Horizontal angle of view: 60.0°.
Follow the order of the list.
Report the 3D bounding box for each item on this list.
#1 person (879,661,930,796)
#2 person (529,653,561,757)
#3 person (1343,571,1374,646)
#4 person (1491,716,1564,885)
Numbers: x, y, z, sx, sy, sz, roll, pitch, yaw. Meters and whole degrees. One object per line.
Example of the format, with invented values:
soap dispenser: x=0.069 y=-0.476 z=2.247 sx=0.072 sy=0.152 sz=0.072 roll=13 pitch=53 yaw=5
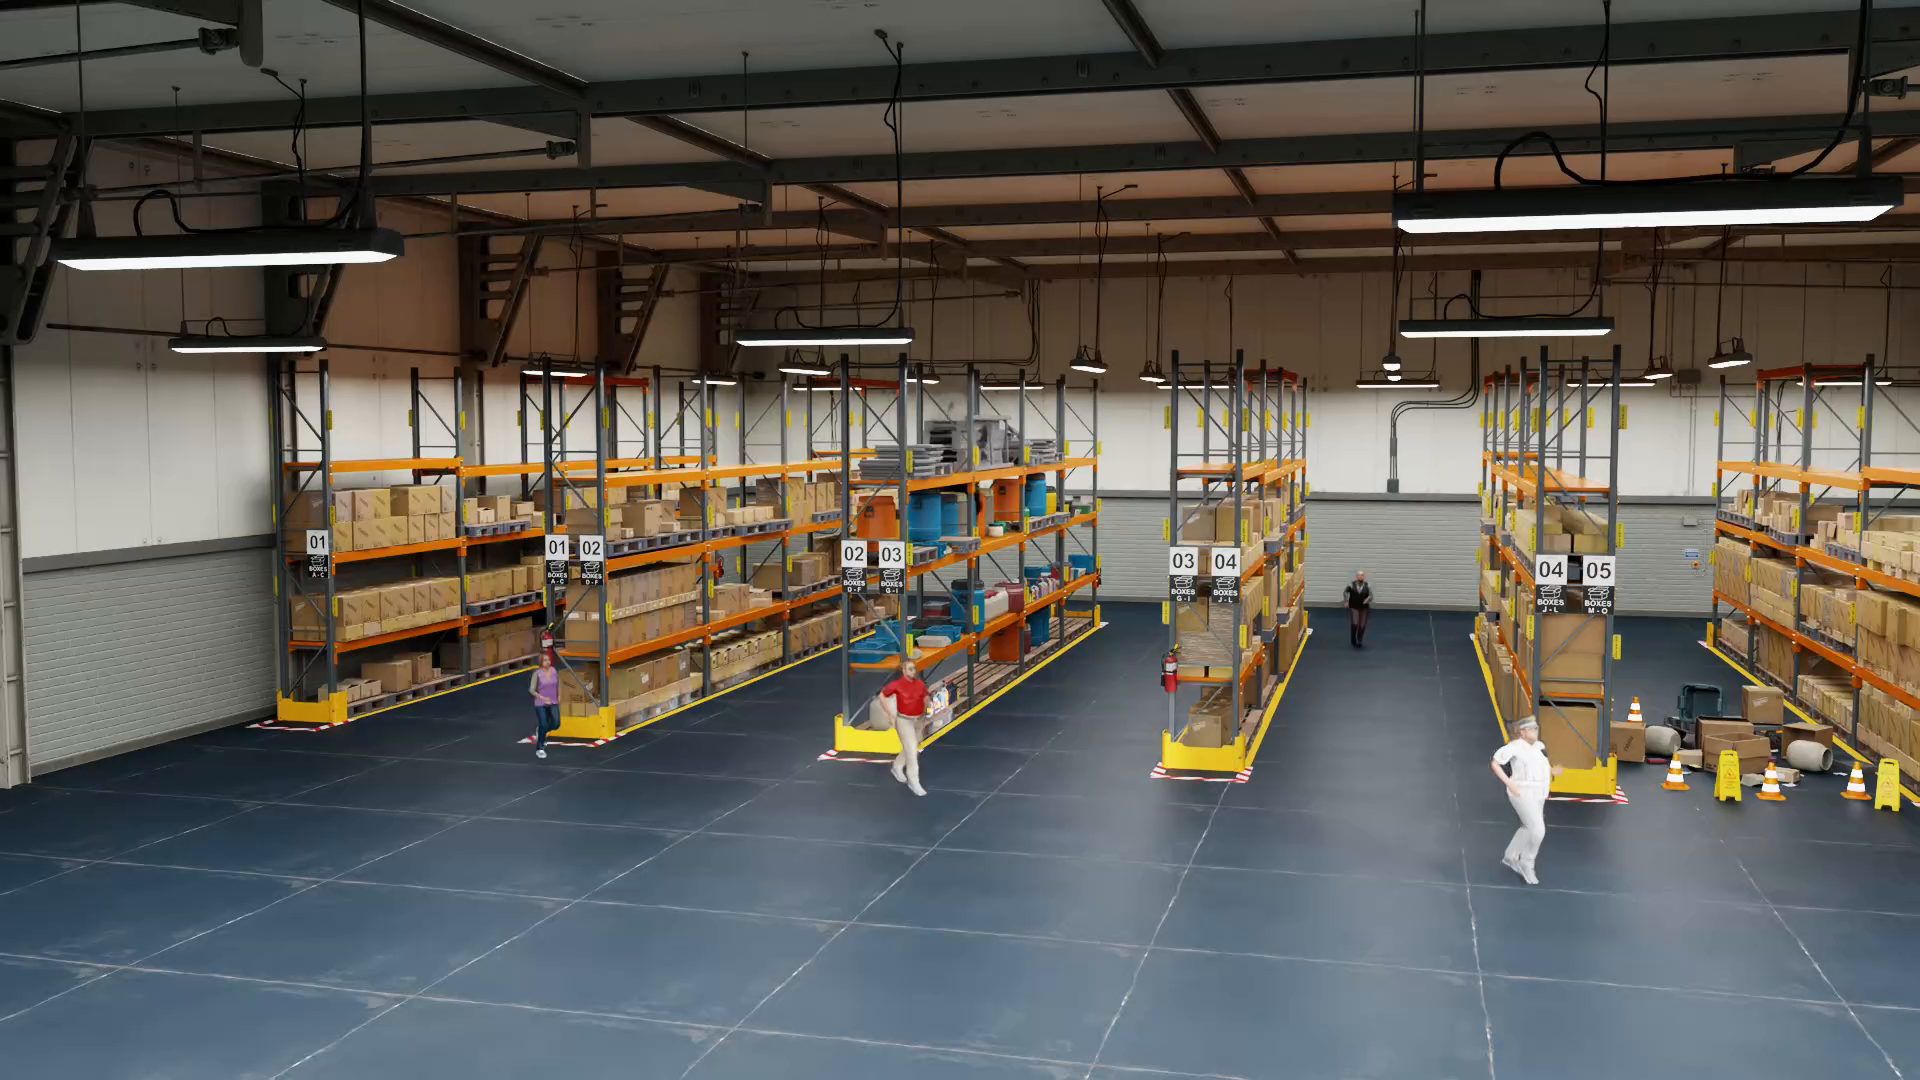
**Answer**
person: x=-0.690 y=2.514 z=22.502 sx=0.649 sy=1.772 sz=0.869 roll=-4 pitch=6 yaw=-44
person: x=-6.143 y=2.455 z=24.748 sx=0.574 sy=1.561 sz=0.606 roll=-4 pitch=5 yaw=-41
person: x=8.770 y=1.518 z=36.568 sx=0.635 sy=1.679 sz=0.730 roll=0 pitch=4 yaw=7
person: x=6.208 y=2.827 z=18.121 sx=0.637 sy=1.844 sz=0.725 roll=-3 pitch=5 yaw=-37
